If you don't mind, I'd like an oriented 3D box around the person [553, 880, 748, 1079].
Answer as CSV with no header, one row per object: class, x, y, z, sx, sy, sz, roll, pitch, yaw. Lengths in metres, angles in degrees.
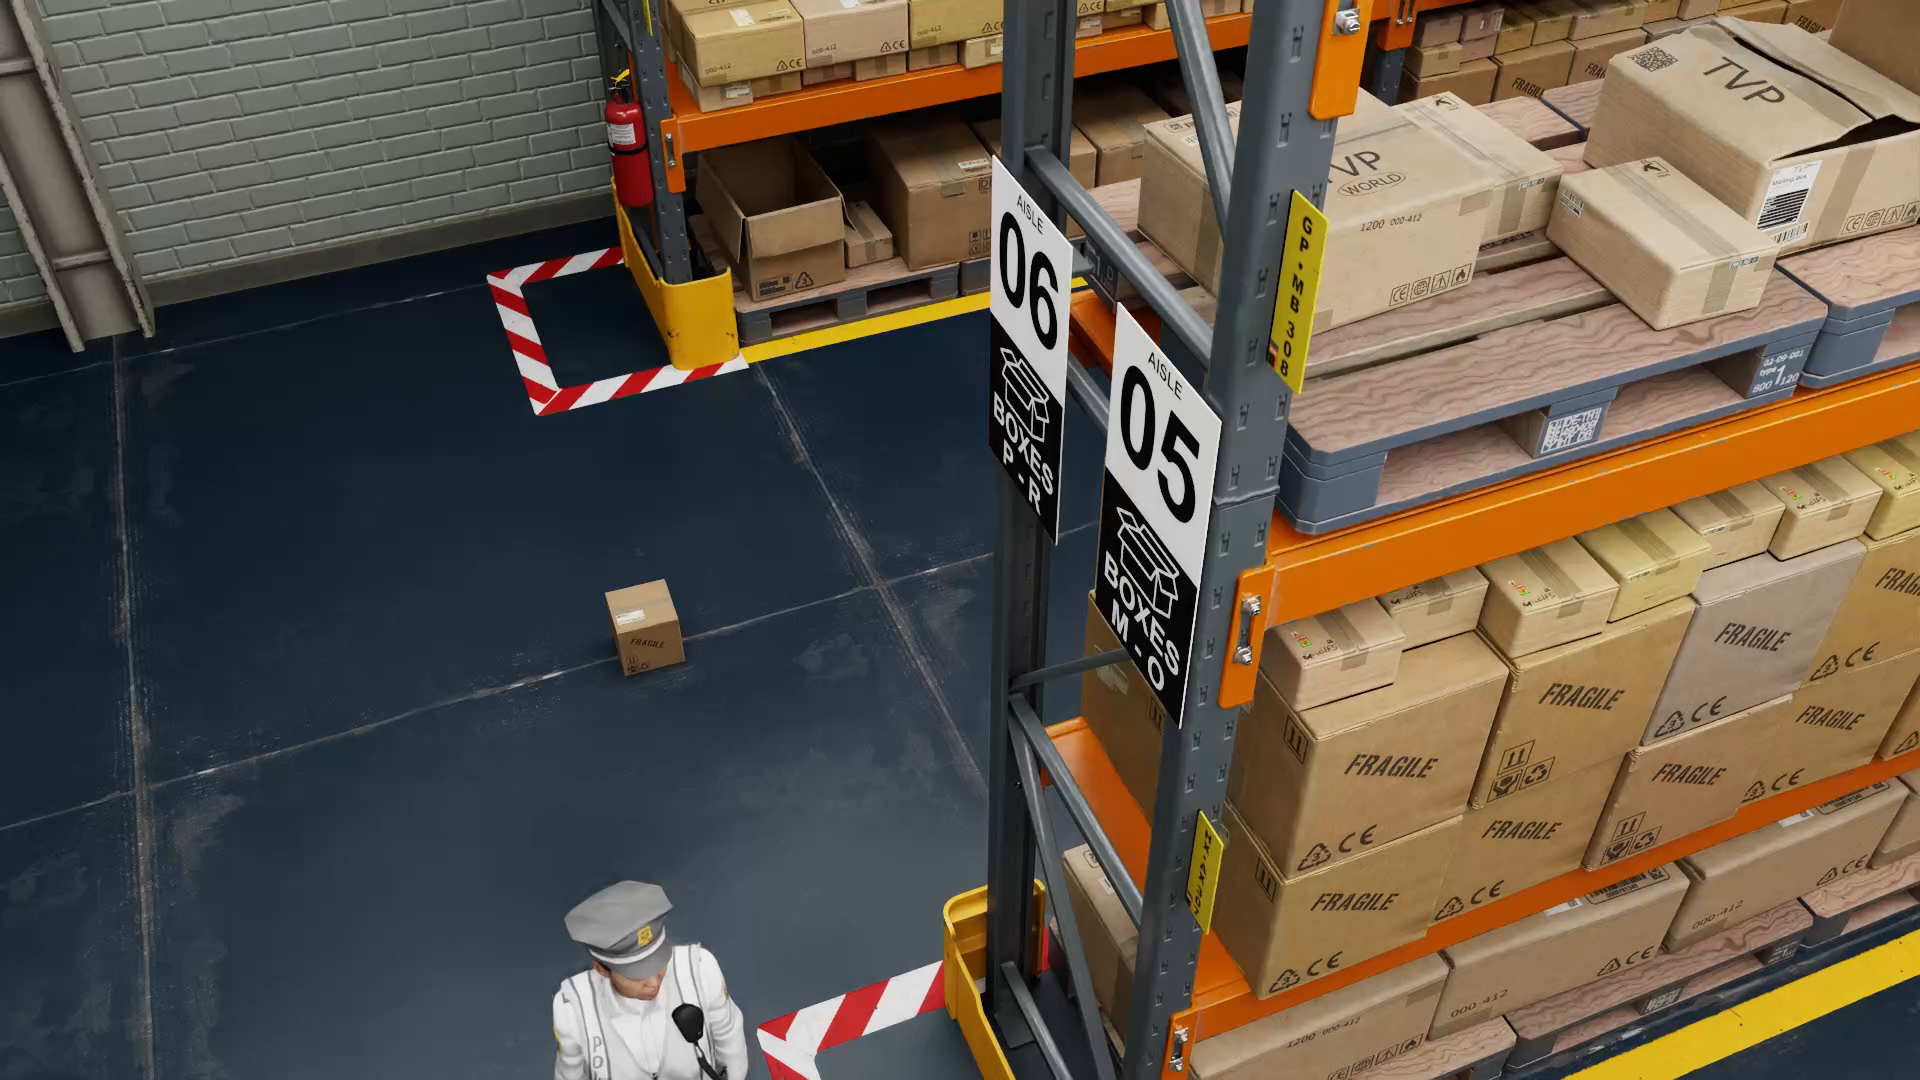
person,-0.808,1.486,4.460,0.512,1.671,0.542,-12,43,-13
